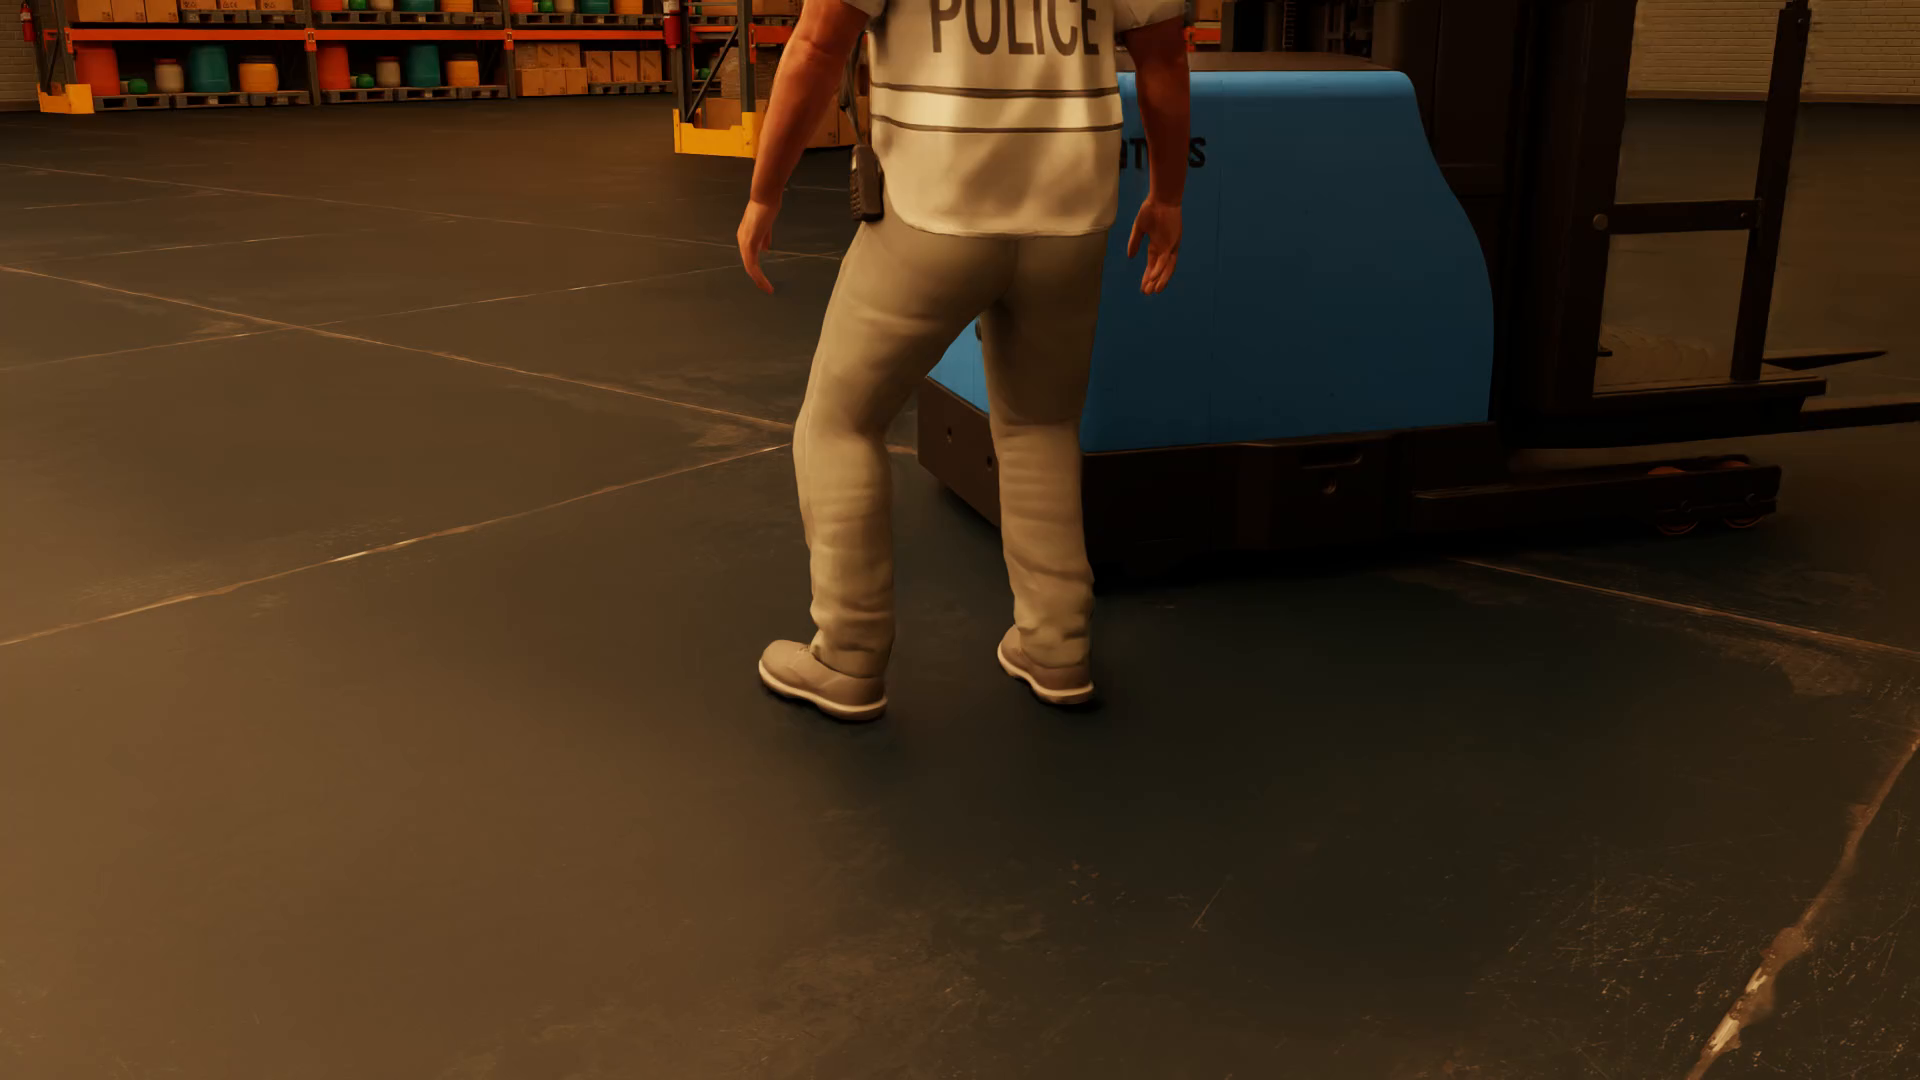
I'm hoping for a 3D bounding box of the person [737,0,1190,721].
[{"bbox_3d":[0.024,-0.555,2.814,0.796,1.718,0.427,-7,18,-21],"label":"person"}]

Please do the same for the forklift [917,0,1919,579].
[{"bbox_3d":[1.464,-1.552,4.008,3.031,2.935,1.130,-5,18,-17],"label":"forklift"}]
